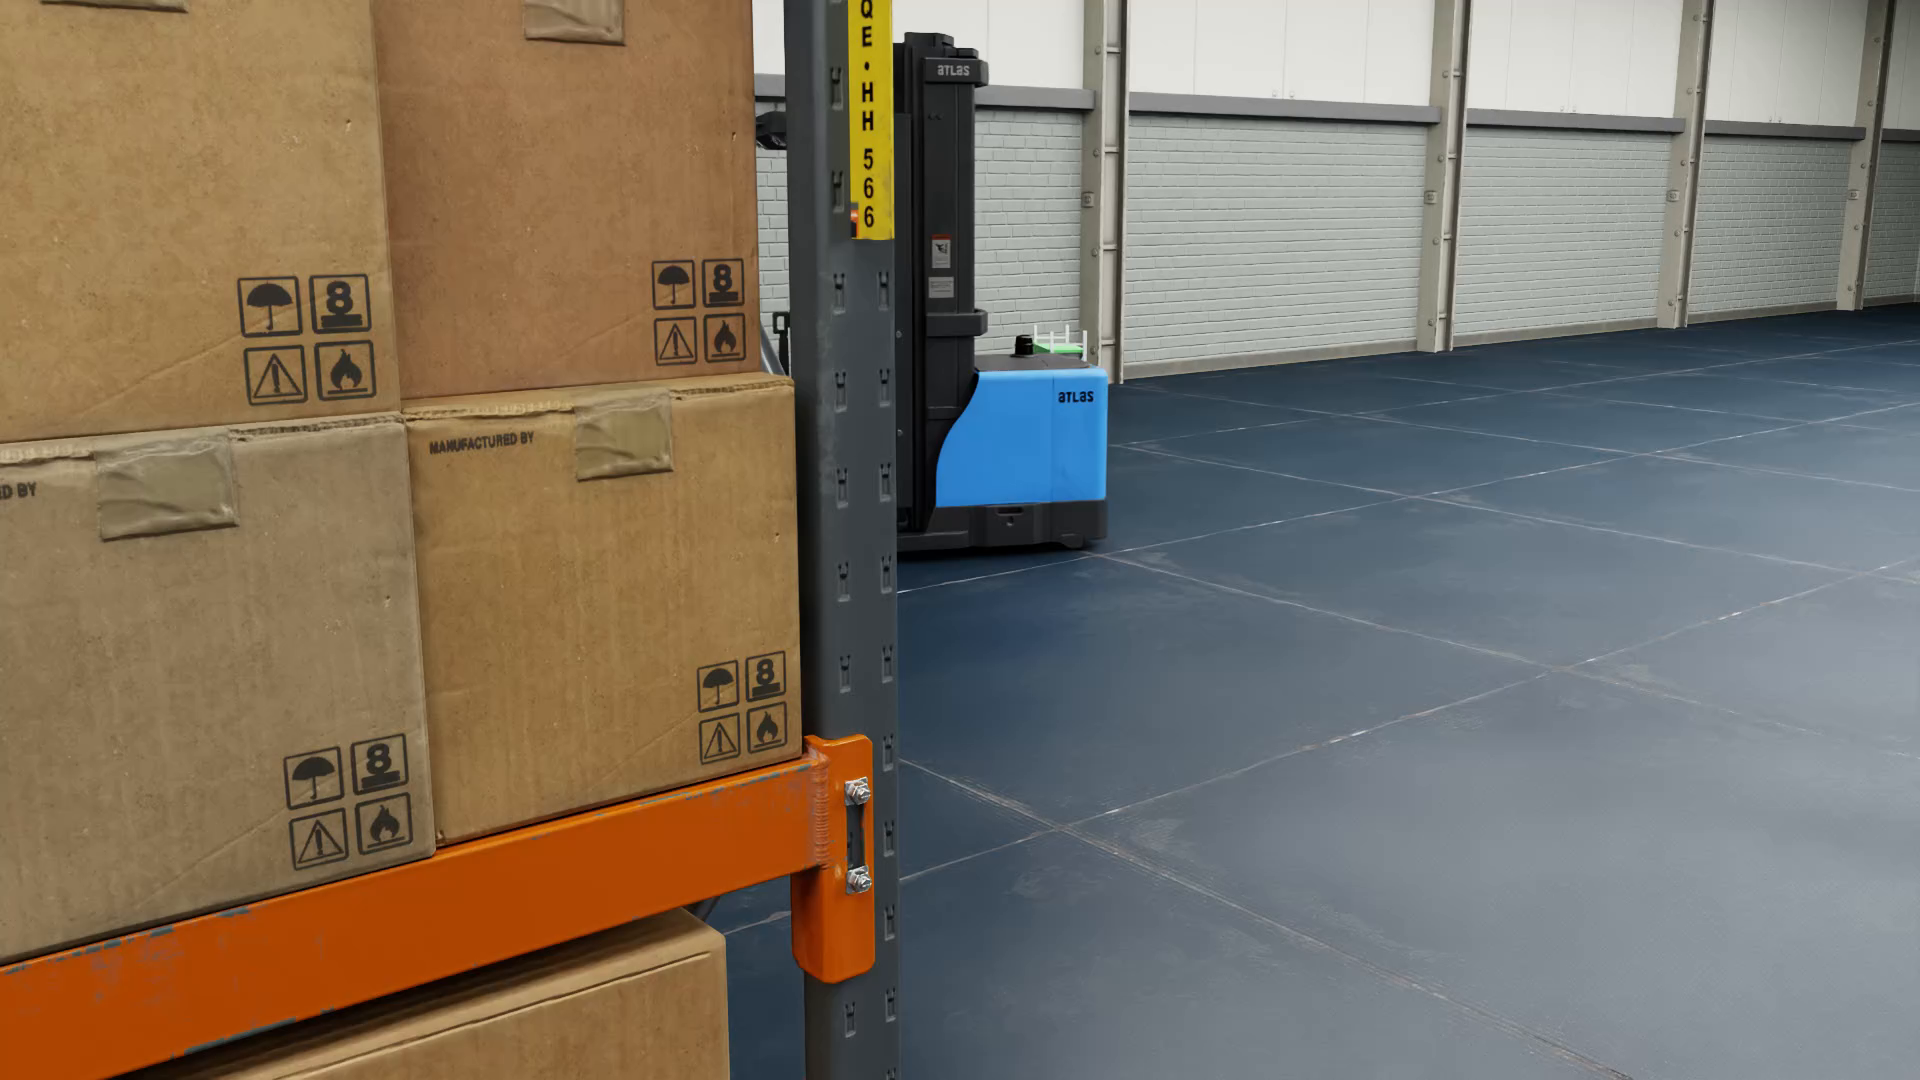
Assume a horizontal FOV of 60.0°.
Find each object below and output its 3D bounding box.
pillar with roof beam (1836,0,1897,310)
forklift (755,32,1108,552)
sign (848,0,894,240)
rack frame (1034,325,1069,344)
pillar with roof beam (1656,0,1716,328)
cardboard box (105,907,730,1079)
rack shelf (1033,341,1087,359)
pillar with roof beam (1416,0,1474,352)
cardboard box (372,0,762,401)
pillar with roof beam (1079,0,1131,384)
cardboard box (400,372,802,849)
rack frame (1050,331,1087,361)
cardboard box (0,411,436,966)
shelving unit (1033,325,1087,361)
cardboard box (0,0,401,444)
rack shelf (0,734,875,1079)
[{"bbox_3d":[18.285,-7.751,24.966,0.400,9.000,9.100,-9,15,-38],"label":"pillar with roof beam"},{"bbox_3d":[-0.698,-1.398,9.656,3.031,2.935,1.130,-3,12,-14],"label":"forklift"},{"bbox_3d":[-0.120,-0.564,2.206,0.005,0.325,0.100,-9,15,-38],"label":"sign"},{"bbox_3d":[0.611,-0.850,11.244,0.240,1.200,0.015,-2,12,-9],"label":"rack frame"},{"bbox_3d":[13.600,-6.972,21.299,0.400,9.000,9.100,-9,15,-38],"label":"pillar with roof beam"},{"bbox_3d":[-0.936,0.961,2.486,0.875,0.875,0.875,-9,15,-37],"label":"cardboard box"},{"bbox_3d":[0.653,-1.207,10.922,0.258,0.148,0.480,-2,12,-9],"label":"rack shelf"},{"bbox_3d":[8.915,-6.194,17.633,0.400,9.000,9.100,-9,15,-38],"label":"pillar with roof beam"},{"bbox_3d":[-0.762,-0.531,2.449,0.550,0.550,0.875,-9,15,-38],"label":"cardboard box"},{"bbox_3d":[4.230,-5.415,13.966,0.400,9.000,9.100,-9,15,-38],"label":"pillar with roof beam"},{"bbox_3d":[-0.710,0.011,2.497,0.550,0.550,0.875,-9,15,-38],"label":"cardboard box"},{"bbox_3d":[0.694,-0.750,10.773,0.240,1.200,0.015,-2,12,-9],"label":"rack frame"},{"bbox_3d":[-1.125,0.085,2.144,0.550,0.550,0.875,-9,15,-38],"label":"cardboard box"},{"bbox_3d":[0.653,-0.800,11.009,0.258,1.200,0.503,-2,12,-9],"label":"shelving unit"},{"bbox_3d":[-1.134,-0.445,2.042,0.550,0.550,0.875,-9,15,-38],"label":"cardboard box"},{"bbox_3d":[-2.010,0.640,1.626,4.000,0.370,1.077,-9,15,-38],"label":"rack shelf"}]
